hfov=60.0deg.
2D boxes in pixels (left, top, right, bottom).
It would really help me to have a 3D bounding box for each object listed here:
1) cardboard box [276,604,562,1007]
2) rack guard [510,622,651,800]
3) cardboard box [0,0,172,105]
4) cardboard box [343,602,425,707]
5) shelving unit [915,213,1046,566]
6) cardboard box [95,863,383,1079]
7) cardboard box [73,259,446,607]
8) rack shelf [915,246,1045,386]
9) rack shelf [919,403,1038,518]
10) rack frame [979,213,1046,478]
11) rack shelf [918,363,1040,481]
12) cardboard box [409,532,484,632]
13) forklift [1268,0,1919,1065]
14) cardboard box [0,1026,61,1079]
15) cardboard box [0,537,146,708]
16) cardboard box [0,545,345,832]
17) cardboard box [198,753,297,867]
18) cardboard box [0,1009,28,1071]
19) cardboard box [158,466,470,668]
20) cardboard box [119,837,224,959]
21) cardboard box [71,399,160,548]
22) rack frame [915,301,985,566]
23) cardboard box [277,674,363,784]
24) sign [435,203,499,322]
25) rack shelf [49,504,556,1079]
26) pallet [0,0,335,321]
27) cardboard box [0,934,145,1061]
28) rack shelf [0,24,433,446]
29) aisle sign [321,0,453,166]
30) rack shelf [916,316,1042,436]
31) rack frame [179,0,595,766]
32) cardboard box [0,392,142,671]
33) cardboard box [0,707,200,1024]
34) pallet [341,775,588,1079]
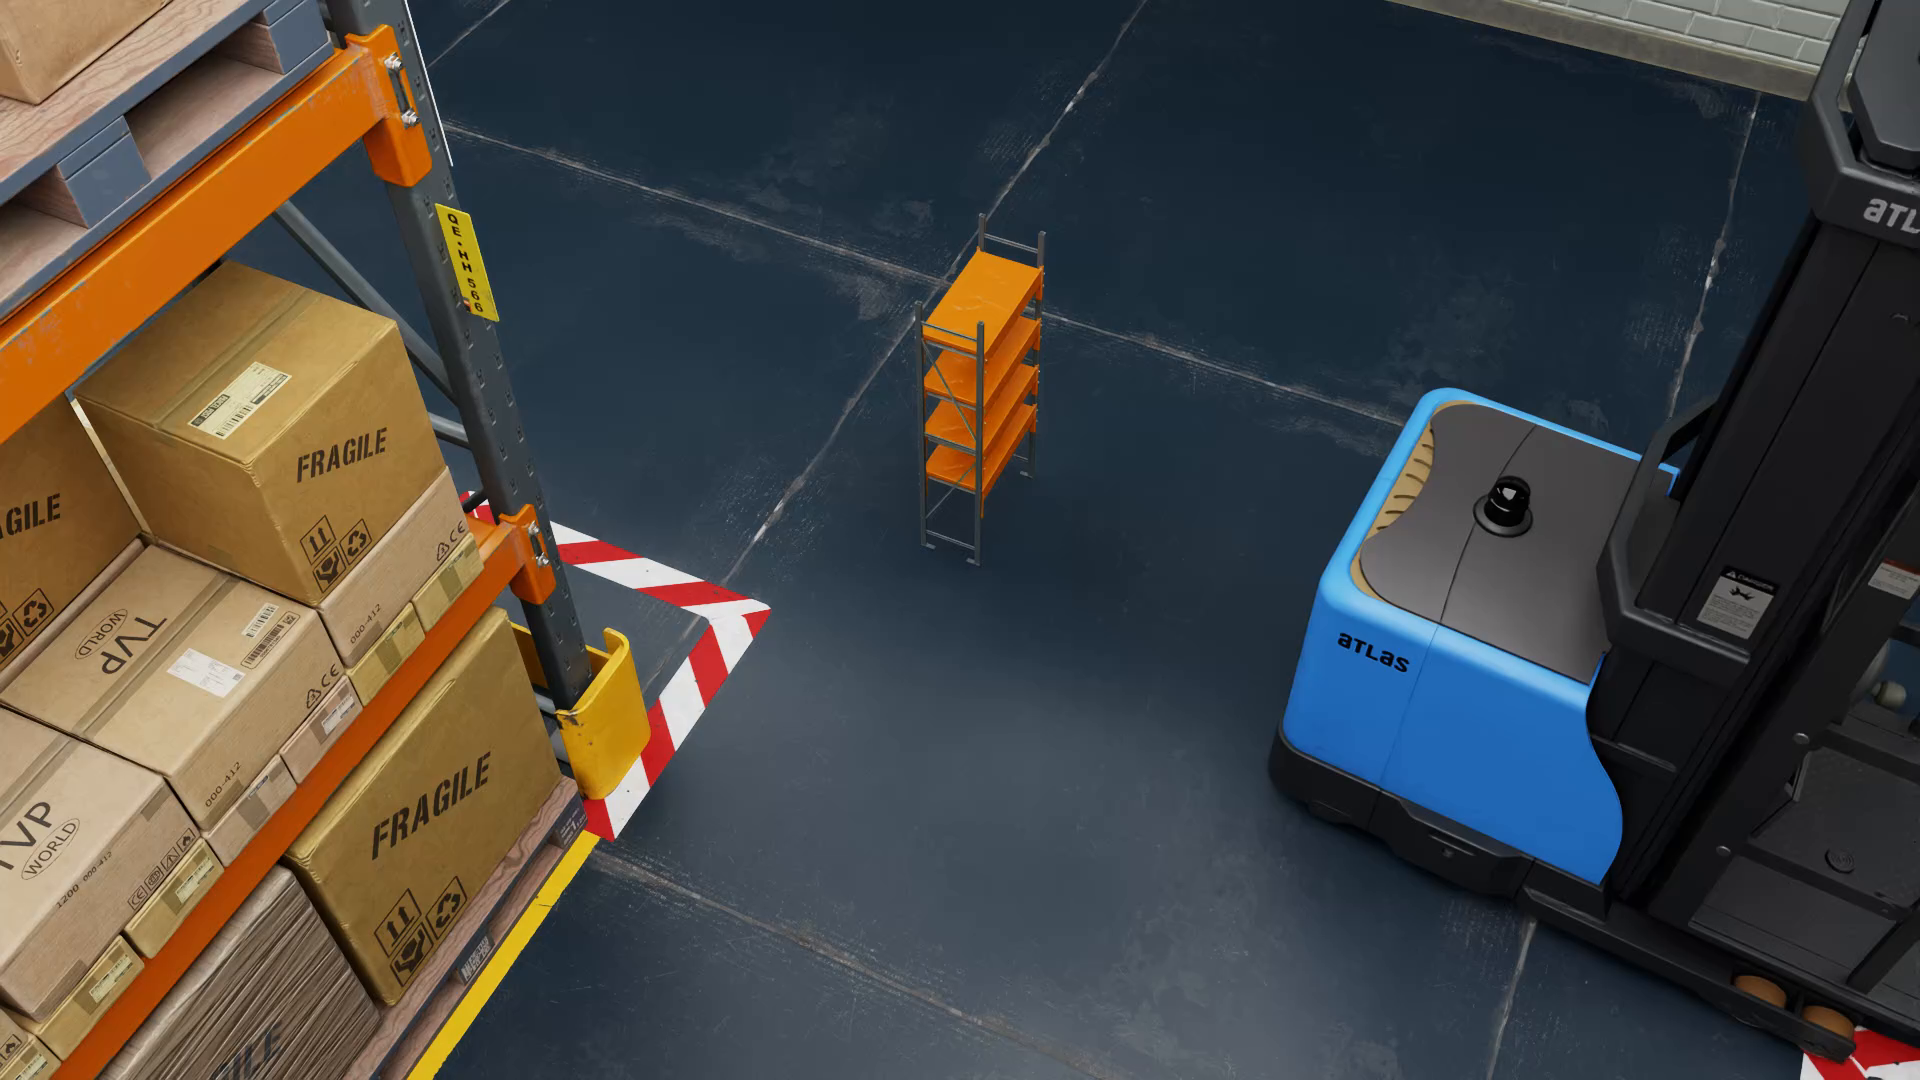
[{"bbox_3d":[-1.848,0.635,4.860,0.875,0.875,0.875,20,52,16],"label":"cardboard box"},{"bbox_3d":[-1.636,0.409,5.573,1.175,0.500,0.348,20,52,16],"label":"rack guard"},{"bbox_3d":[-1.820,-1.182,2.909,0.700,0.500,0.500,17,52,14],"label":"cardboard box"},{"bbox_3d":[-1.610,0.229,4.250,0.380,0.149,0.250,20,53,16],"label":"cardboard box"},{"bbox_3d":[0.071,-0.503,5.890,0.258,1.200,0.503,20,52,16],"label":"shelving unit"},{"bbox_3d":[-2.236,1.262,4.326,0.875,0.875,0.875,20,52,16],"label":"cardboard box"},{"bbox_3d":[-1.617,-0.254,3.907,0.500,0.500,0.500,20,53,17],"label":"cardboard box"},{"bbox_3d":[0.071,-0.757,5.591,0.258,0.148,0.480,20,52,16],"label":"rack shelf"},{"bbox_3d":[0.071,-0.331,6.092,0.258,0.148,0.480,20,52,16],"label":"rack shelf"},{"bbox_3d":[0.175,-0.671,6.033,0.240,1.200,0.015,20,52,16],"label":"rack frame"},{"bbox_3d":[0.071,-0.459,5.941,0.258,0.148,0.480,20,52,16],"label":"rack shelf"},{"bbox_3d":[-1.501,0.050,4.403,0.380,0.149,0.250,21,53,17],"label":"cardboard box"},{"bbox_3d":[2.554,0.118,4.225,3.031,2.935,1.130,24,54,19],"label":"forklift"},{"bbox_3d":[-2.154,1.102,3.508,0.380,0.149,0.250,21,53,17],"label":"cardboard box"},{"bbox_3d":[-2.312,0.171,4.038,0.500,0.250,0.500,19,52,16],"label":"cardboard box"},{"bbox_3d":[-1.831,0.337,3.897,0.500,0.250,0.500,19,52,15],"label":"cardboard box"},{"bbox_3d":[-1.827,0.574,3.957,0.380,0.149,0.250,21,53,17],"label":"cardboard box"},{"bbox_3d":[-2.267,1.048,3.292,0.500,0.250,0.500,20,52,16],"label":"cardboard box"},{"bbox_3d":[-1.614,-0.012,4.194,0.500,0.250,0.500,19,52,16],"label":"cardboard box"},{"bbox_3d":[-1.936,0.753,3.804,0.380,0.149,0.250,19,52,15],"label":"cardboard box"},{"bbox_3d":[-2.096,-0.189,4.345,0.500,0.250,0.500,19,52,15],"label":"cardboard box"},{"bbox_3d":[-0.034,-0.335,5.747,0.240,1.200,0.015,20,52,16],"label":"rack frame"},{"bbox_3d":[-1.719,0.402,4.103,0.380,0.149,0.250,20,52,16],"label":"cardboard box"},{"bbox_3d":[-1.162,-0.650,3.918,0.100,0.325,0.005,20,52,16],"label":"sign"},{"bbox_3d":[-2.501,1.226,3.710,1.077,0.370,4.000,20,52,16],"label":"rack shelf"},{"bbox_3d":[-1.954,-0.813,3.061,1.003,0.211,1.213,20,52,16],"label":"pallet"},{"bbox_3d":[-2.046,0.932,3.652,0.380,0.149,0.250,20,52,16],"label":"cardboard box"},{"bbox_3d":[-2.501,0.254,2.567,1.077,0.370,4.000,20,52,16],"label":"rack shelf"},{"bbox_3d":[-1.344,-1.179,3.576,0.394,0.787,0.004,20,52,16],"label":"aisle sign"},{"bbox_3d":[0.071,-0.604,5.771,0.258,0.148,0.480,20,52,16],"label":"rack shelf"},{"bbox_3d":[-1.646,-0.384,4.607,1.000,3.000,0.127,20,52,16],"label":"rack frame"},{"bbox_3d":[-2.309,-0.088,3.766,0.500,0.500,0.500,19,52,15],"label":"cardboard box"},{"bbox_3d":[-2.048,0.688,3.598,0.500,0.250,0.500,18,52,15],"label":"cardboard box"},{"bbox_3d":[-1.917,1.096,5.179,1.003,0.211,1.213,20,52,16],"label":"pallet"}]
